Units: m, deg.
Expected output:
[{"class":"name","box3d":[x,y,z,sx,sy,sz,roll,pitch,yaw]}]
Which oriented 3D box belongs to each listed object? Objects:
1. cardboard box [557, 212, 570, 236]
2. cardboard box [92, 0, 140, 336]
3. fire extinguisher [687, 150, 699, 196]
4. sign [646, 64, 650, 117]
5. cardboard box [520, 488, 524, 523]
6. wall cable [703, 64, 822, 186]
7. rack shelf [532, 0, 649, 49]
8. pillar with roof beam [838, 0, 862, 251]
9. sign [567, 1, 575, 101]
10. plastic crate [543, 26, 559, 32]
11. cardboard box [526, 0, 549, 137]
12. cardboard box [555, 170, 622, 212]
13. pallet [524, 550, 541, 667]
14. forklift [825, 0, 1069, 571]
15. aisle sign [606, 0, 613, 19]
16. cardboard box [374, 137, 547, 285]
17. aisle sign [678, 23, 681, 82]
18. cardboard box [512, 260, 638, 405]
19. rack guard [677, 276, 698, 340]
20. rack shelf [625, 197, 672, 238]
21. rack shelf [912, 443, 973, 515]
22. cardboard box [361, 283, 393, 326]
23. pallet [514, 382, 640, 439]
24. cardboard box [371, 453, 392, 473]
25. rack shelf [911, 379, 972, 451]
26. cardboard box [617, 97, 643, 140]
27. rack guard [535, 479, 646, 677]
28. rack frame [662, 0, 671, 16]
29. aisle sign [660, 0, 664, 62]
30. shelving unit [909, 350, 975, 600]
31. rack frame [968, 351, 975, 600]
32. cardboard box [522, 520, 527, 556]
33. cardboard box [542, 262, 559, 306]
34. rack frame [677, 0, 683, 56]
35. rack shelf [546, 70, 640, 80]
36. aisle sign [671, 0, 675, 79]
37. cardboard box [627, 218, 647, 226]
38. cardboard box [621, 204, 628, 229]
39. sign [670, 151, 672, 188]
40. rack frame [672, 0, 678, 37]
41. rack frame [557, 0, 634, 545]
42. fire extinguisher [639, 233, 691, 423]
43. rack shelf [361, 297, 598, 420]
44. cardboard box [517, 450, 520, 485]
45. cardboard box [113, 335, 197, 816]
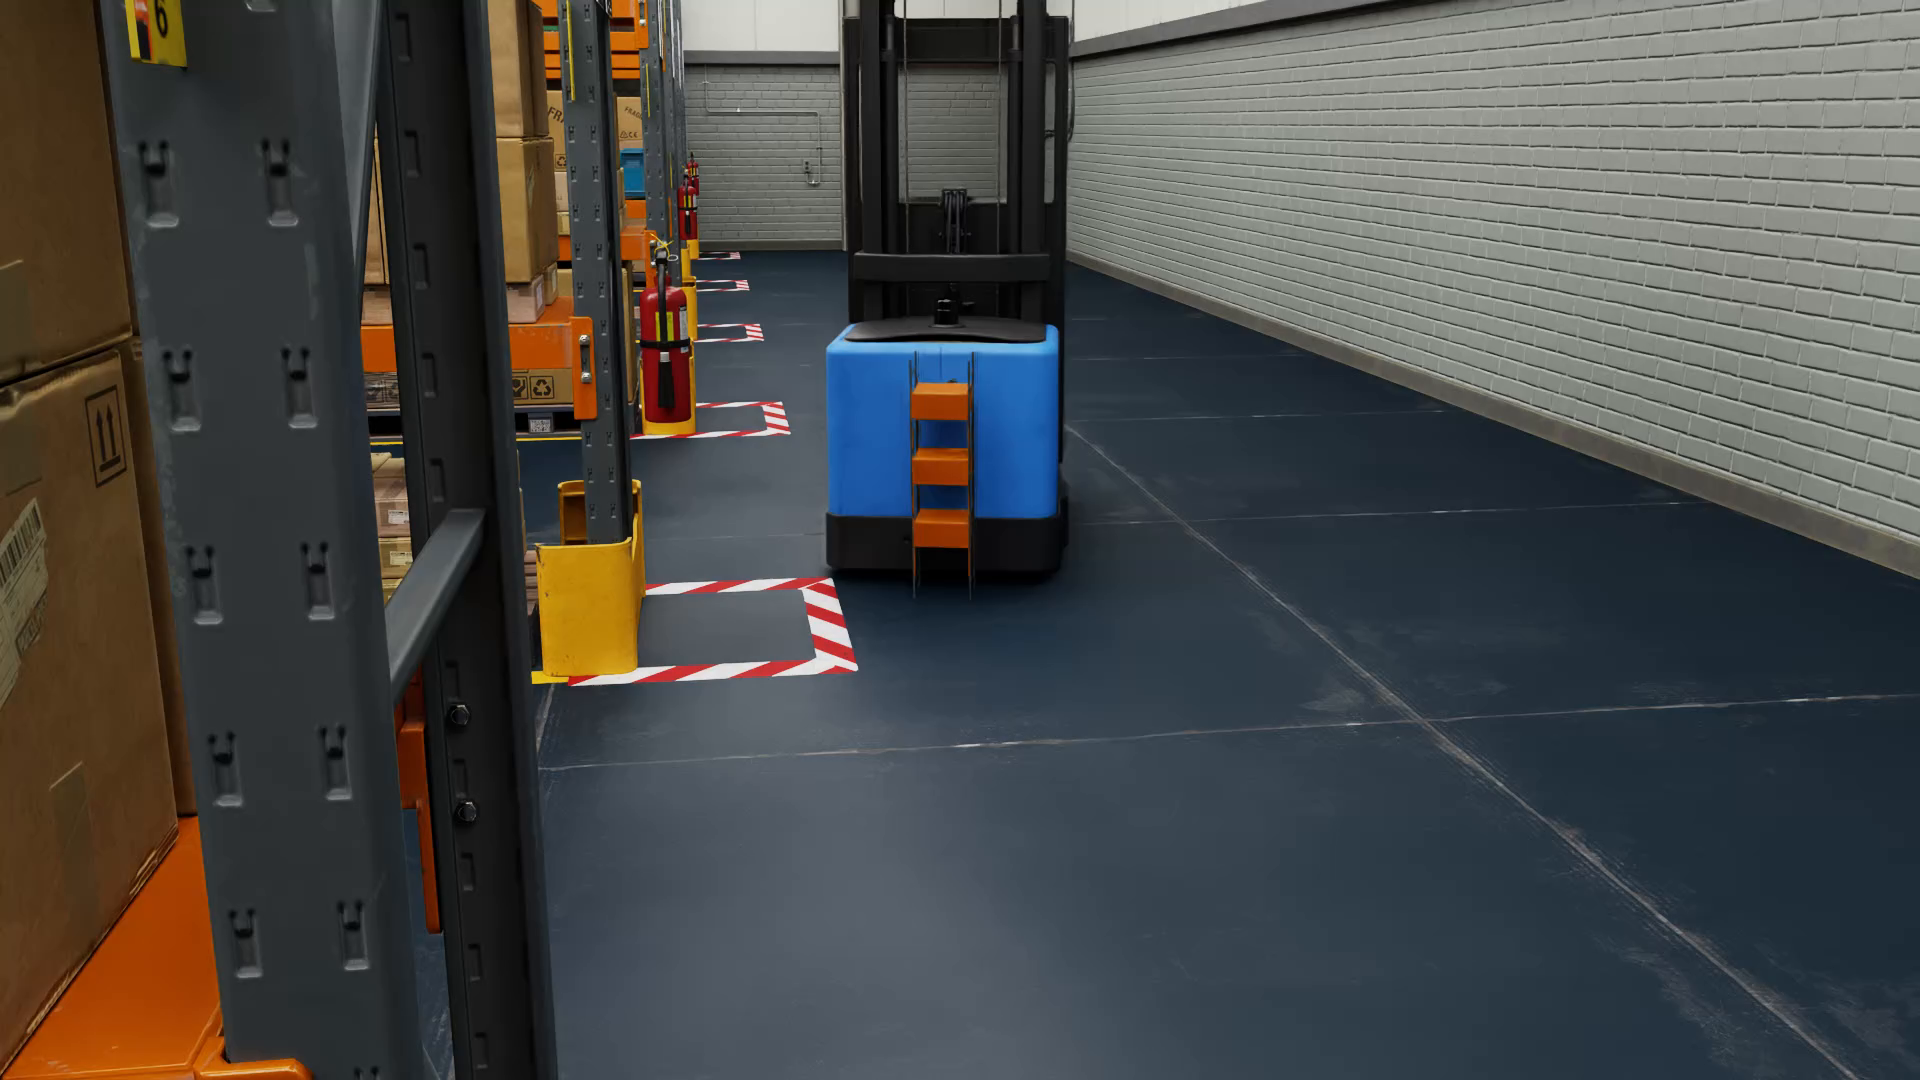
[{"class":"cardboard box","box3d":[-2.594,-2.065,10.804,0.250,0.149,0.380,-2,14,-8]},{"class":"cardboard box","box3d":[-1.074,-0.489,1.745,0.500,0.500,0.500,-2,14,-10]},{"class":"fire extinguisher","box3d":[-4.030,-5.539,25.067,0.183,0.674,0.296,-2,14,-8]},{"class":"sign","box3d":[-1.967,-2.834,10.488,0.005,0.325,0.100,-2,14,-8]},{"class":"cardboard box","box3d":[-1.951,-0.100,6.838,0.250,0.149,0.380,-1,14,-6]},{"class":"wall cable","box3d":[-3.122,-6.630,26.402,1.851,1.984,0.084,-2,14,-8]},{"class":"rack shelf","box3d":[-4.011,-3.322,10.614,4.000,0.370,1.077,-2,14,-8]},{"class":"pillar with roof beam","box3d":[-1.065,-8.043,21.794,0.400,9.000,9.100,-2,14,-8]},{"class":"sign","box3d":[-1.332,-1.672,5.694,0.005,0.325,0.100,-2,14,-8]},{"class":"plastic crate","box3d":[-3.704,-4.727,15.175,0.336,0.188,0.450,-2,14,-8]},{"class":"cardboard box","box3d":[-1.878,-1.817,6.428,0.500,0.500,0.500,-2,14,-9]},{"class":"cardboard box","box3d":[-2.473,-2.279,10.838,0.500,0.250,0.500,-2,14,-9]},{"class":"pallet","box3d":[-2.278,0.285,6.653,1.213,0.211,1.003,-2,14,-8]},{"class":"forklift","box3d":[-0.002,-1.586,8.520,1.130,2.935,3.031,1,14,3]},{"class":"aisle sign","box3d":[-1.367,-2.427,6.390,0.004,0.787,0.394,-2,14,-8]},{"class":"cardboard box","box3d":[-1.801,-1.206,6.048,0.500,0.500,0.500,-2,14,-7]},{"class":"aisle sign","box3d":[-3.482,-6.005,20.658,0.004,0.787,0.394,-2,14,-8]},{"class":"cardboard box","box3d":[-2.655,-1.419,11.218,0.875,0.875,0.875,-2,14,-8]},{"class":"rack guard","box3d":[-2.750,-2.271,16.251,0.348,0.500,1.175,-2,14,-8]},{"class":"rack shelf","box3d":[-4.749,-3.058,15.729,4.000,0.370,1.077,-2,14,-8]},{"class":"rack shelf","box3d":[-0.072,-0.262,7.124,0.240,0.259,0.215,1,18,6]},{"class":"cardboard box","box3d":[-2.172,-0.877,6.070,0.250,0.149,0.380,-2,14,-9]},{"class":"pallet","box3d":[-2.813,-0.888,11.329,1.213,0.211,1.003,-2,14,-8]},{"class":"cardboard box","box3d":[-2.486,-0.247,6.813,0.250,0.149,0.380,-2,14,-8]},{"class":"rack shelf","box3d":[-0.074,-0.532,7.036,0.240,0.259,0.215,1,18,6]},{"class":"cardboard box","box3d":[-3.905,-5.123,20.220,0.500,0.500,0.500,-2,14,-9]},{"class":"rack guard","box3d":[-1.470,0.124,6.701,0.348,0.500,1.175,-2,14,-8]},{"class":"rack frame","box3d":[-2.772,-6.390,15.201,0.127,3.000,1.000,-2,14,-8]},{"class":"aisle sign","box3d":[-2.007,-3.624,11.162,0.004,0.787,0.394,-2,14,-8]},{"class":"shelving unit","box3d":[-0.072,-0.272,7.121,0.252,1.050,0.215,1,18,6]},{"class":"rack frame","box3d":[0.050,-0.270,7.108,0.008,1.050,0.200,1,18,6]},{"class":"cardboard box","box3d":[-1.961,0.029,6.935,0.250,0.149,0.380,-2,14,-7]},{"class":"cardboard box","box3d":[-1.764,-1.037,6.706,0.250,0.149,0.380,-2,14,-9]},{"class":"rack frame","box3d":[-4.247,-8.773,24.703,0.127,3.000,1.000,-2,14,-8]},{"class":"rack shelf","box3d":[-6.225,-6.896,24.867,4.000,0.370,1.077,-2,14,-8]},{"class":"aisle sign","box3d":[-2.745,-4.815,15.910,0.004,0.787,0.394,-2,14,-8]},{"class":"cardboard box","box3d":[-4.925,-4.805,25.489,0.500,0.500,0.700,-2,14,-8]},{"class":"cardboard box","box3d":[-2.434,-2.233,11.476,0.250,0.149,0.380,-2,14,-8]},{"class":"sign","box3d":[-2.674,-3.427,15.386,0.005,0.325,0.100,-2,14,-8]},{"class":"rack frame","box3d":[-3.506,-7.581,19.953,0.127,3.000,1.000,-2,14,-8]},{"class":"rack frame","box3d":[-1.395,-1.092,6.408,0.127,3.000,1.000,-2,14,-8]},{"class":"fire extinguisher","box3d":[-1.077,-0.771,6.057,0.183,0.674,0.296,-2,14,-8]},{"class":"rack shelf","box3d":[-3.372,-0.670,6.207,4.000,0.370,1.077,-2,14,-8]},{"class":"cardboard box","box3d":[-1.963,-0.264,6.882,0.250,0.149,0.380,-3,14,-11]},{"class":"cardboard box","box3d":[-1.075,-0.005,1.869,0.500,0.500,0.500,-2,14,-9]}]
